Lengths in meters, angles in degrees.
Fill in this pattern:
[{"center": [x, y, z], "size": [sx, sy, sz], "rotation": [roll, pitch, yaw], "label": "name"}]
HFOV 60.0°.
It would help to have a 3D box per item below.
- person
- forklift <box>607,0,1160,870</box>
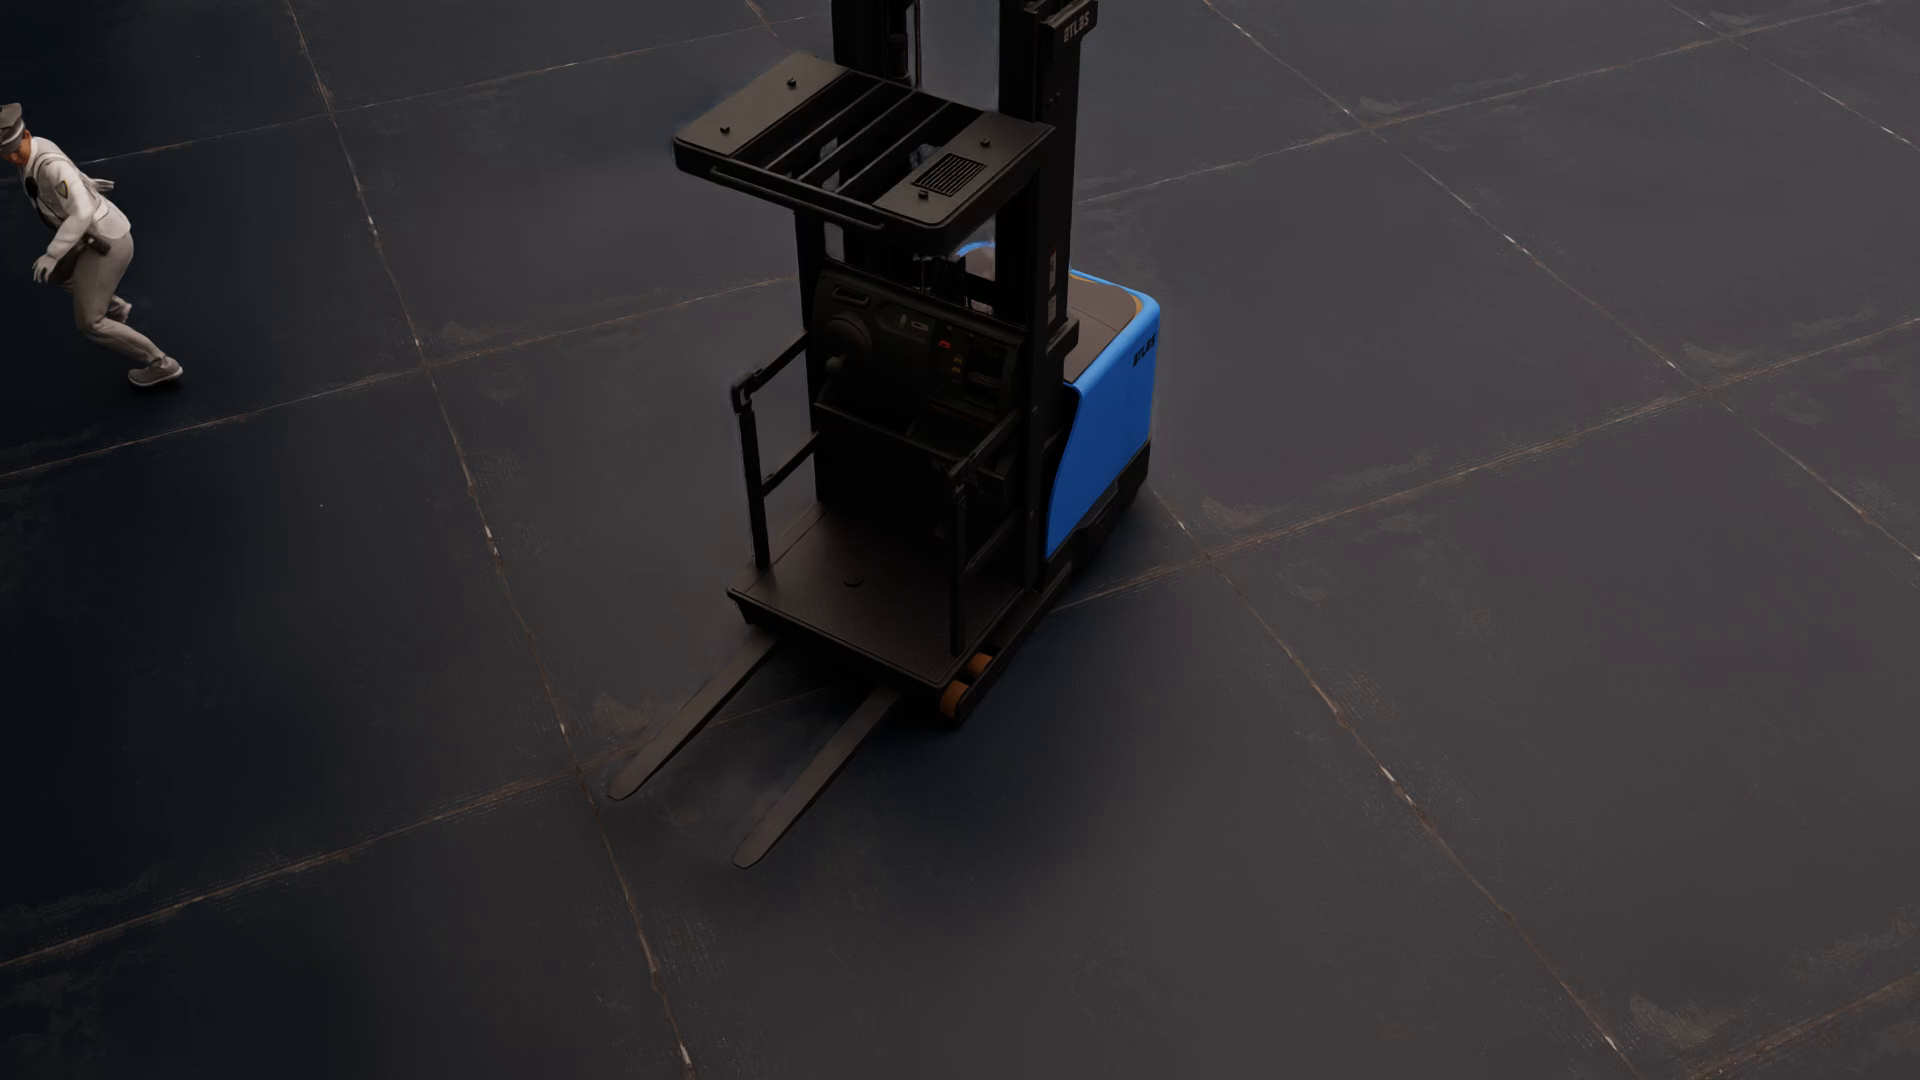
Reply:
[{"center": [-4.431, -1.493, 8.391], "size": [0.522, 1.587, 0.954], "rotation": [-23, 48, -23], "label": "person"}, {"center": [-0.292, -0.681, 6.409], "size": [1.130, 2.935, 3.031], "rotation": [23, 48, 23], "label": "forklift"}]
